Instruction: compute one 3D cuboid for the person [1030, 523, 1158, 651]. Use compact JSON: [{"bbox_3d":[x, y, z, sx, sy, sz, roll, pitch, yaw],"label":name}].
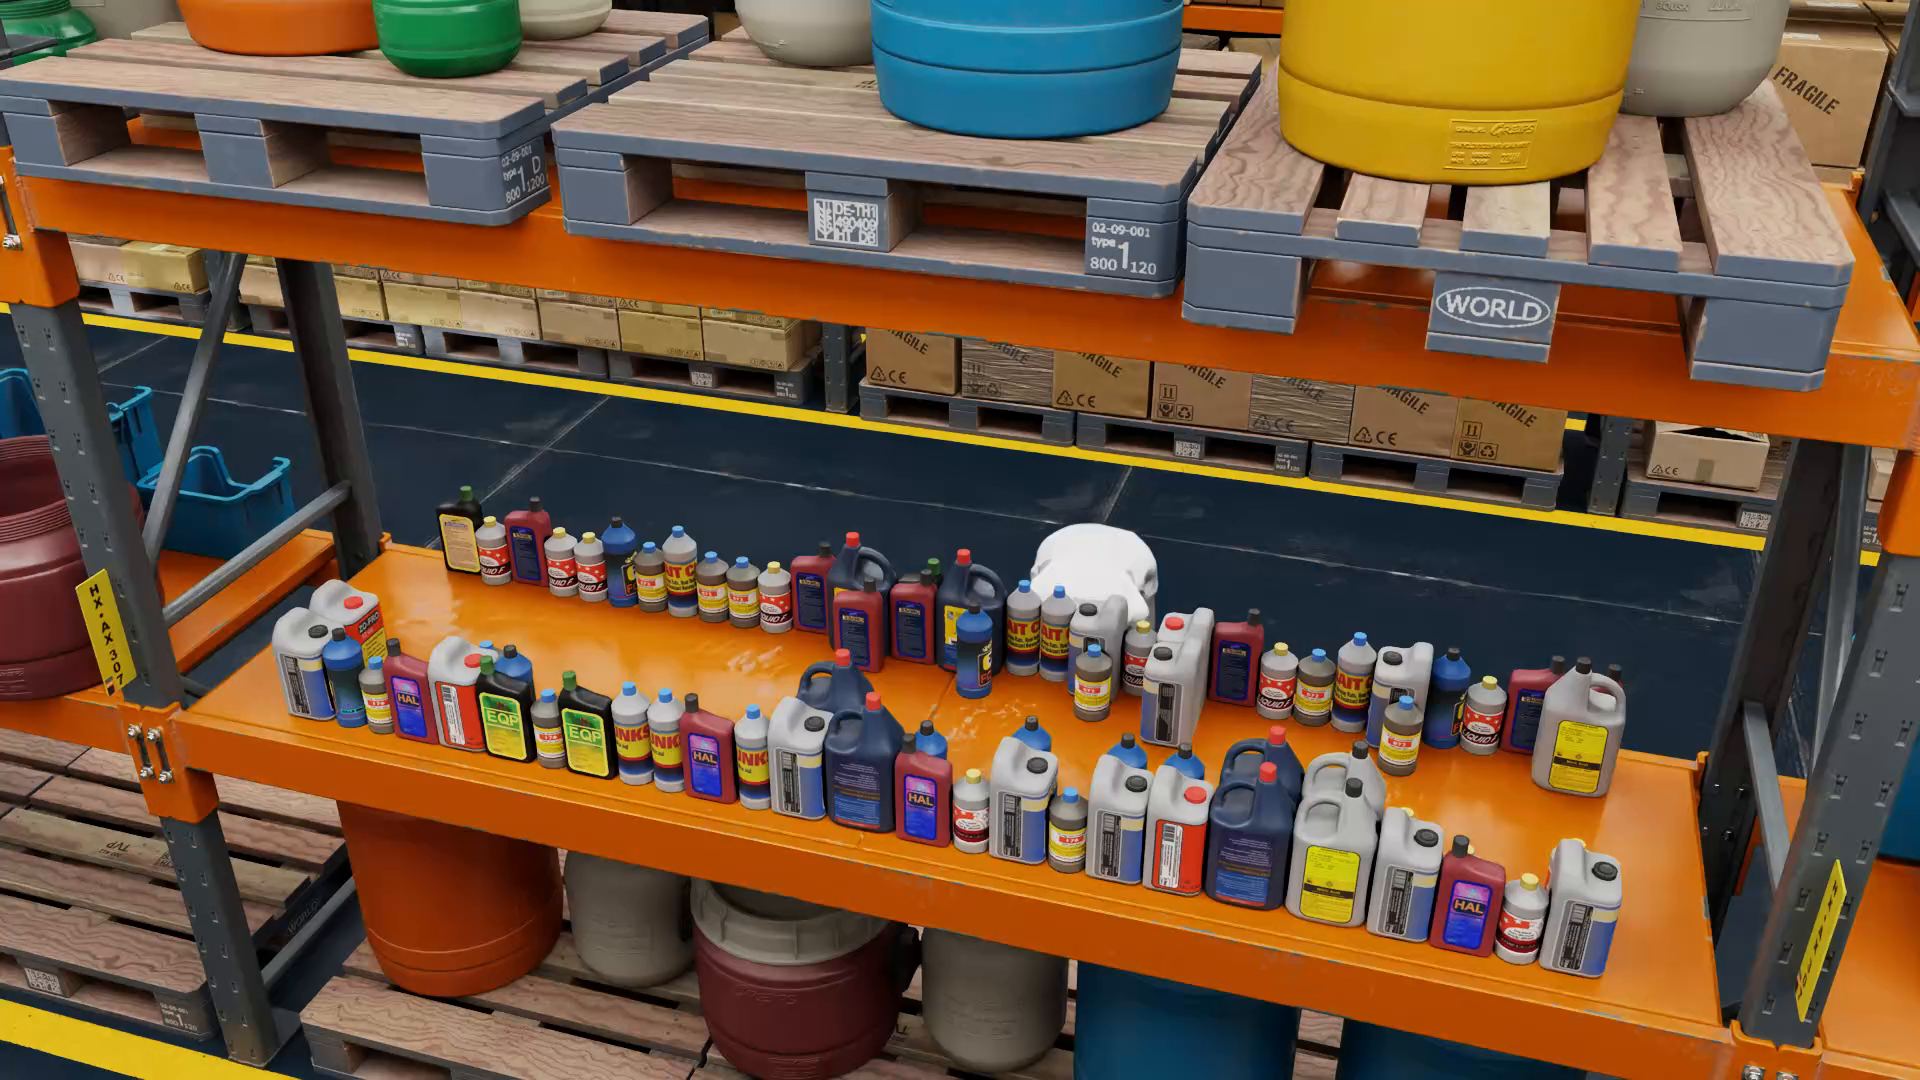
[{"bbox_3d":[0.446,0.486,6.020,0.519,1.000,0.996,7,30,13],"label":"person"}]
